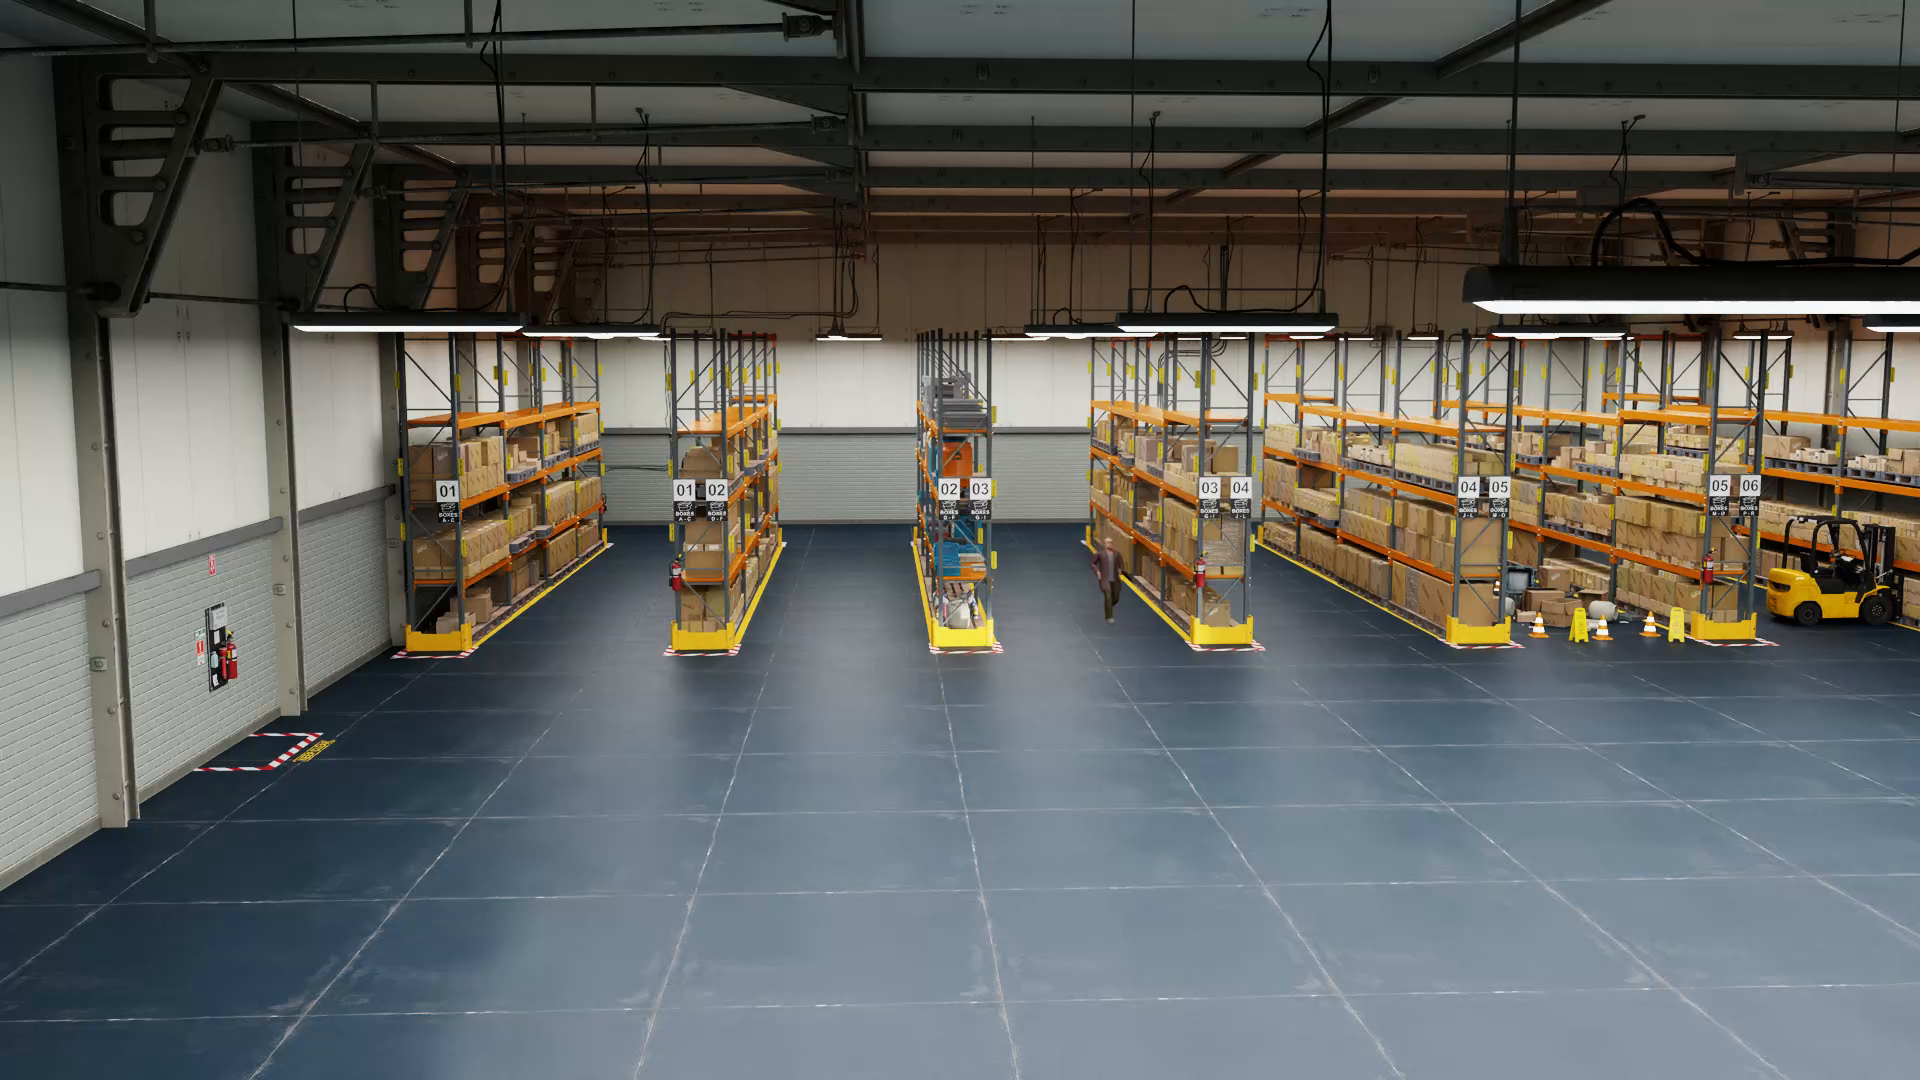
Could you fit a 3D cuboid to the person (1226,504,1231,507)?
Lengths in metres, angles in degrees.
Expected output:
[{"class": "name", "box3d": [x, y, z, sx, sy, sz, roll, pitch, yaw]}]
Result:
[{"class": "person", "box3d": [7.527, -0.437, 45.698, 0.721, 1.603, 0.869, 1, 7, 5]}]

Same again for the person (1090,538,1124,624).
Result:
[{"class": "person", "box3d": [3.035, 0.819, 34.127, 0.714, 1.734, 0.833, -2, 7, -13]}]
